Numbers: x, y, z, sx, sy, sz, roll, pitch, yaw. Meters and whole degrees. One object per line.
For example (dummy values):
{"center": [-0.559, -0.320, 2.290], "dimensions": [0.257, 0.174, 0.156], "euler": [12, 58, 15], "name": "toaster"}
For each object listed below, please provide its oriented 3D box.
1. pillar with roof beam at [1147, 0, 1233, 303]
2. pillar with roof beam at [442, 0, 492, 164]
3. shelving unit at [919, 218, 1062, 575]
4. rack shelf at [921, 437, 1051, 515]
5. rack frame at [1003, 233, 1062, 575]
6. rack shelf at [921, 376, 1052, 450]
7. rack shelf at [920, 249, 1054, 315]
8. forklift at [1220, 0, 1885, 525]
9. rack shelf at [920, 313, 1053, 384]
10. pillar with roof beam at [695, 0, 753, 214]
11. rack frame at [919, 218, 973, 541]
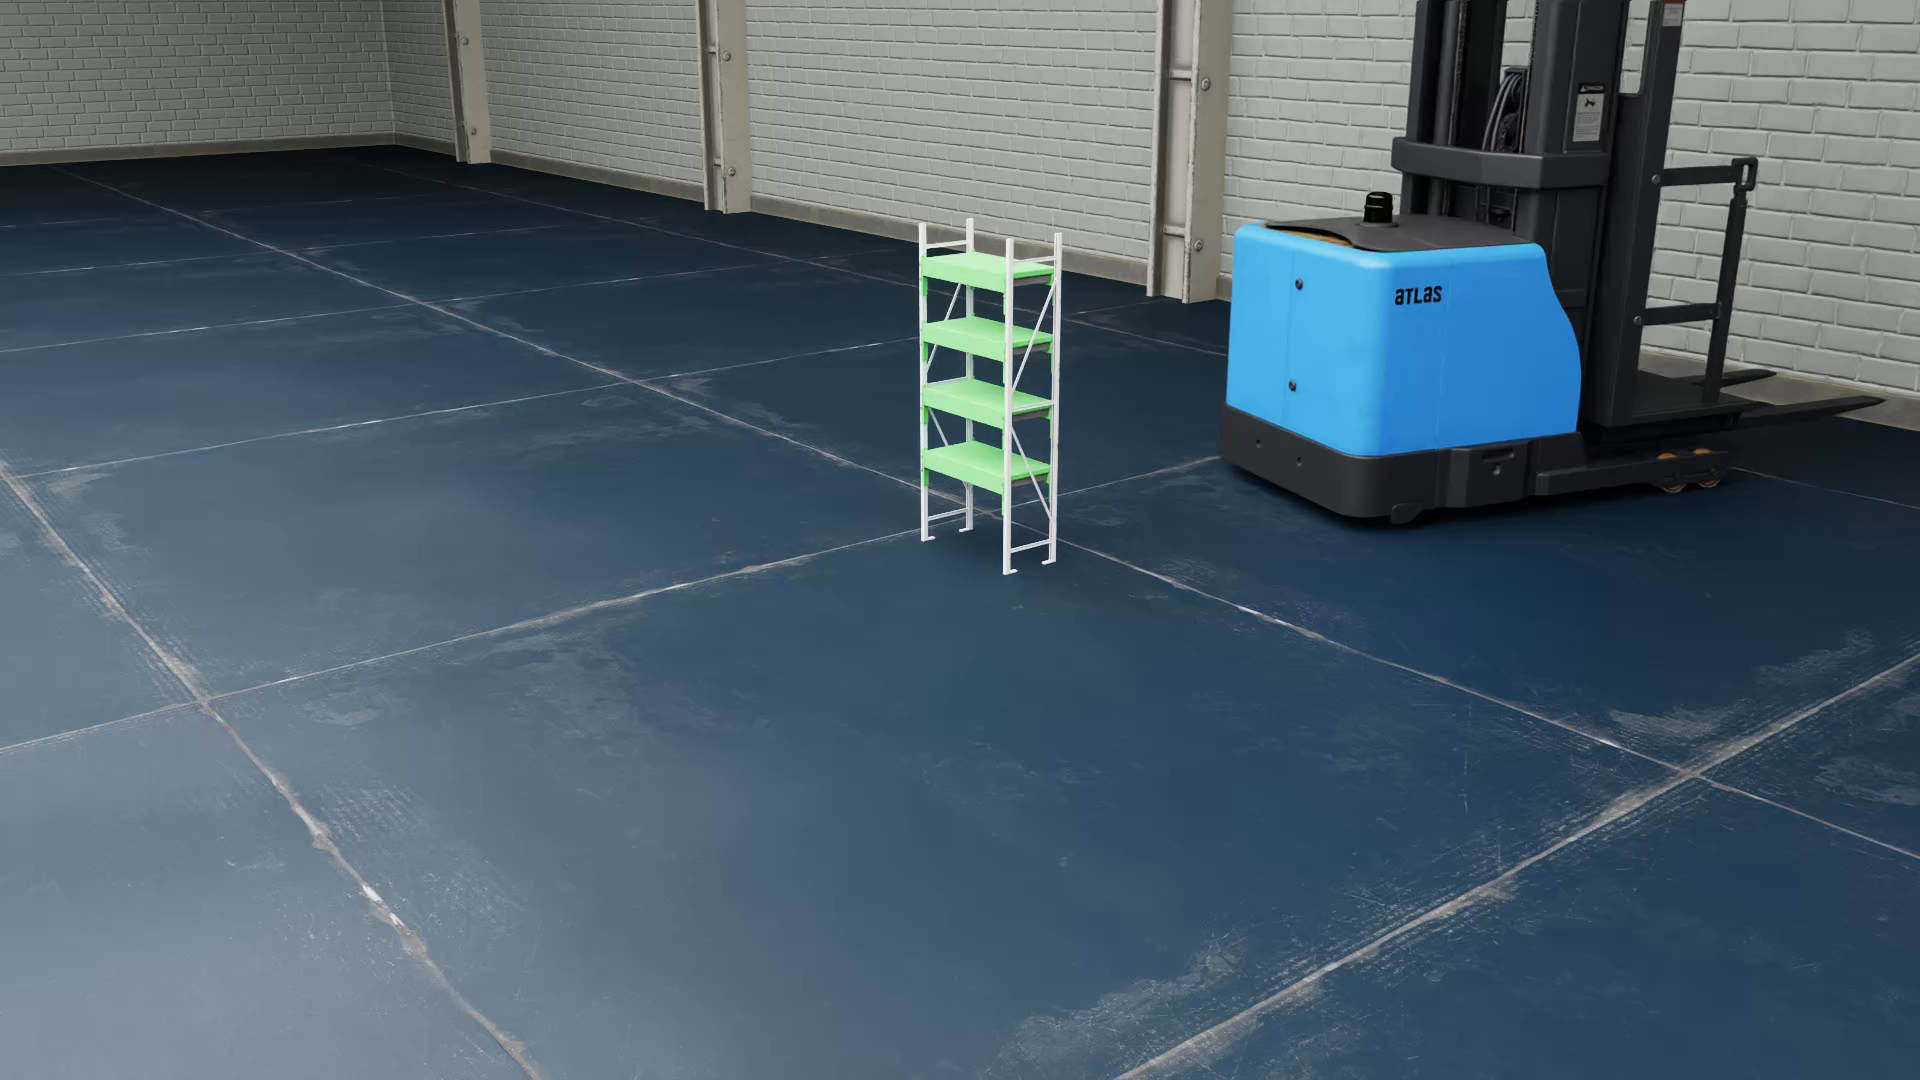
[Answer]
{"center": [-1.851, -5.097, 7.441], "dimensions": [9.100, 9.000, 0.400], "euler": [-14, 23, -36], "name": "pillar with roof beam"}
{"center": [-9.302, -8.054, 16.371], "dimensions": [9.100, 9.000, 0.400], "euler": [-14, 23, -36], "name": "pillar with roof beam"}
{"center": [0.103, -0.529, 6.051], "dimensions": [0.258, 1.200, 0.503], "euler": [-14, 23, -36], "name": "shelving unit"}
{"center": [0.103, -0.240, 6.146], "dimensions": [0.258, 0.148, 0.480], "euler": [-14, 23, -36], "name": "rack shelf"}
{"center": [0.254, -0.469, 5.869], "dimensions": [0.240, 1.200, 0.015], "euler": [-14, 23, -36], "name": "rack frame"}
{"center": [0.103, -0.468, 6.071], "dimensions": [0.258, 0.148, 0.480], "euler": [-14, 23, -36], "name": "rack shelf"}
{"center": [0.103, -0.924, 5.920], "dimensions": [0.258, 0.148, 0.480], "euler": [-14, 23, -36], "name": "rack shelf"}
{"center": [2.696, -1.732, 6.930], "dimensions": [3.031, 2.935, 1.130], "euler": [-7, 20, -21], "name": "forklift"}
{"center": [0.103, -0.696, 5.995], "dimensions": [0.258, 0.148, 0.480], "euler": [-14, 23, -36], "name": "rack shelf"}
{"center": [-5.577, -6.576, 11.906], "dimensions": [9.100, 9.000, 0.400], "euler": [-14, 23, -36], "name": "pillar with roof beam"}
{"center": [-0.049, -0.589, 6.232], "dimensions": [0.240, 1.200, 0.015], "euler": [-14, 23, -36], "name": "rack frame"}
